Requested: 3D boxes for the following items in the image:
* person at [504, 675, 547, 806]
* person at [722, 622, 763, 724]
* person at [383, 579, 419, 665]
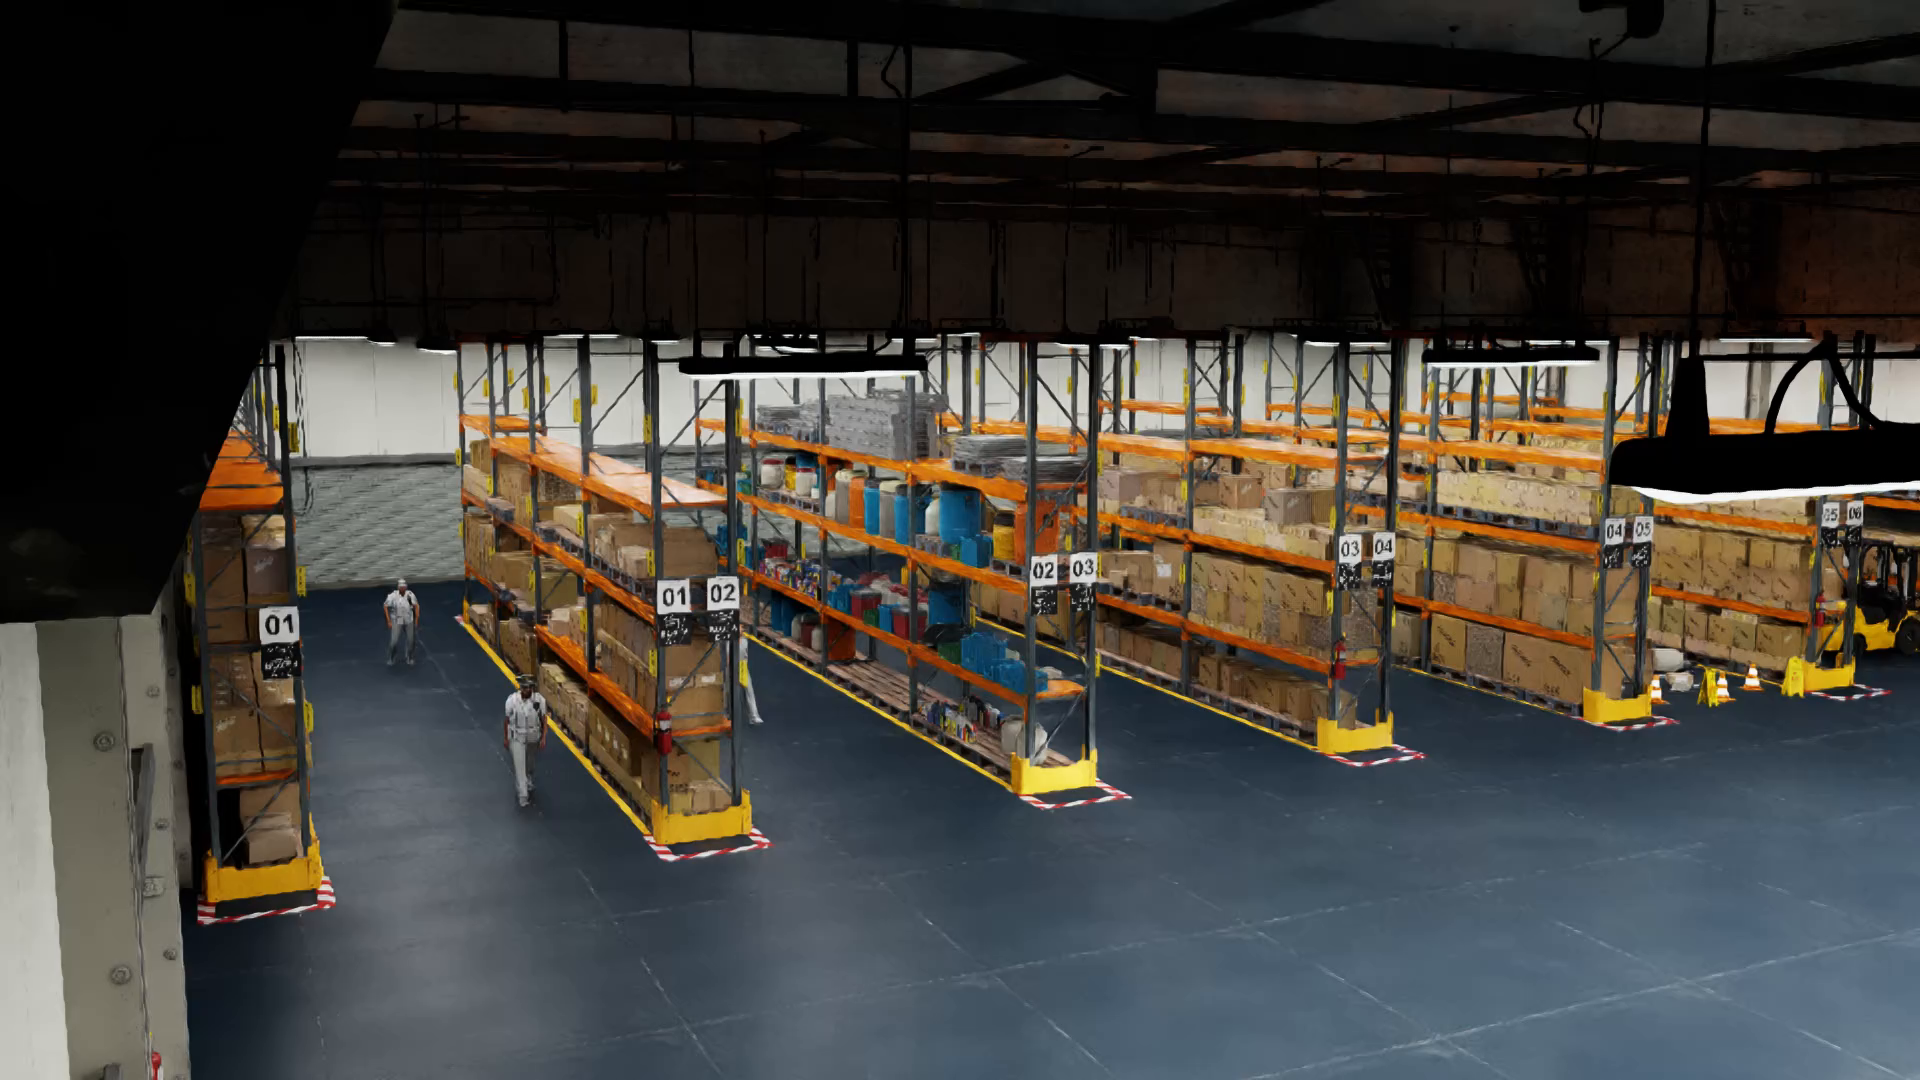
[{"bbox_3d":[-5.659,2.563,21.746,0.540,1.676,1.130,-4,9,-27],"label":"person"},{"bbox_3d":[-3.462,2.057,25.879,0.444,1.575,1.018,-5,9,-33],"label":"person"},{"bbox_3d":[-10.112,1.487,30.143,0.625,1.611,0.582,-4,9,-26],"label":"person"}]
